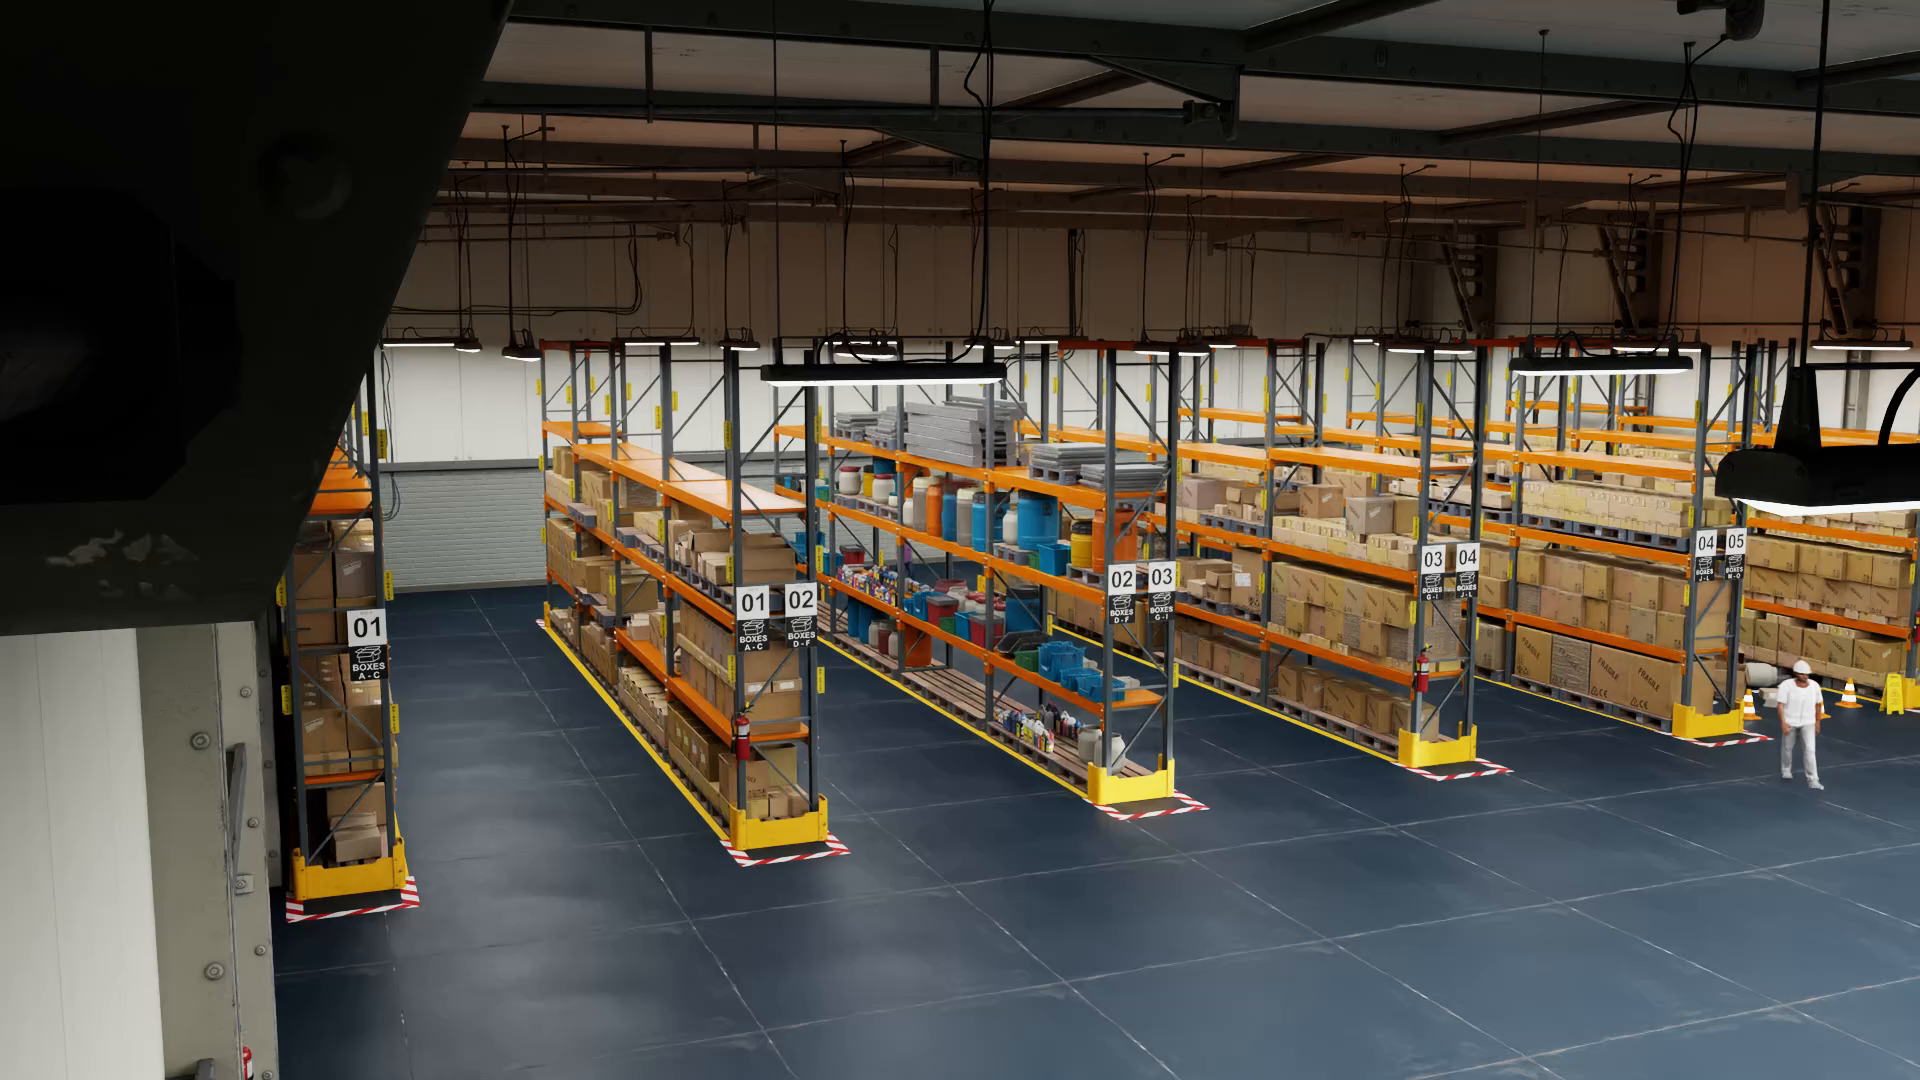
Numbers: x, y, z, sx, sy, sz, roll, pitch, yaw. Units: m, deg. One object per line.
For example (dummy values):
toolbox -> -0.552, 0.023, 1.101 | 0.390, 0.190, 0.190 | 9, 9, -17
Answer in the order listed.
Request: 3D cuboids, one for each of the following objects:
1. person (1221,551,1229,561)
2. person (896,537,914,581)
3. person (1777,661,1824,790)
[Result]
person -> 7.134, -0.289, 44.592 | 0.485, 1.621, 0.725 | 5, 9, 36
person -> -1.301, 0.504, 38.823 | 0.436, 1.538, 0.888 | -4, 9, -30
person -> 11.486, 2.503, 22.733 | 0.595, 1.711, 1.029 | 2, 8, 16
